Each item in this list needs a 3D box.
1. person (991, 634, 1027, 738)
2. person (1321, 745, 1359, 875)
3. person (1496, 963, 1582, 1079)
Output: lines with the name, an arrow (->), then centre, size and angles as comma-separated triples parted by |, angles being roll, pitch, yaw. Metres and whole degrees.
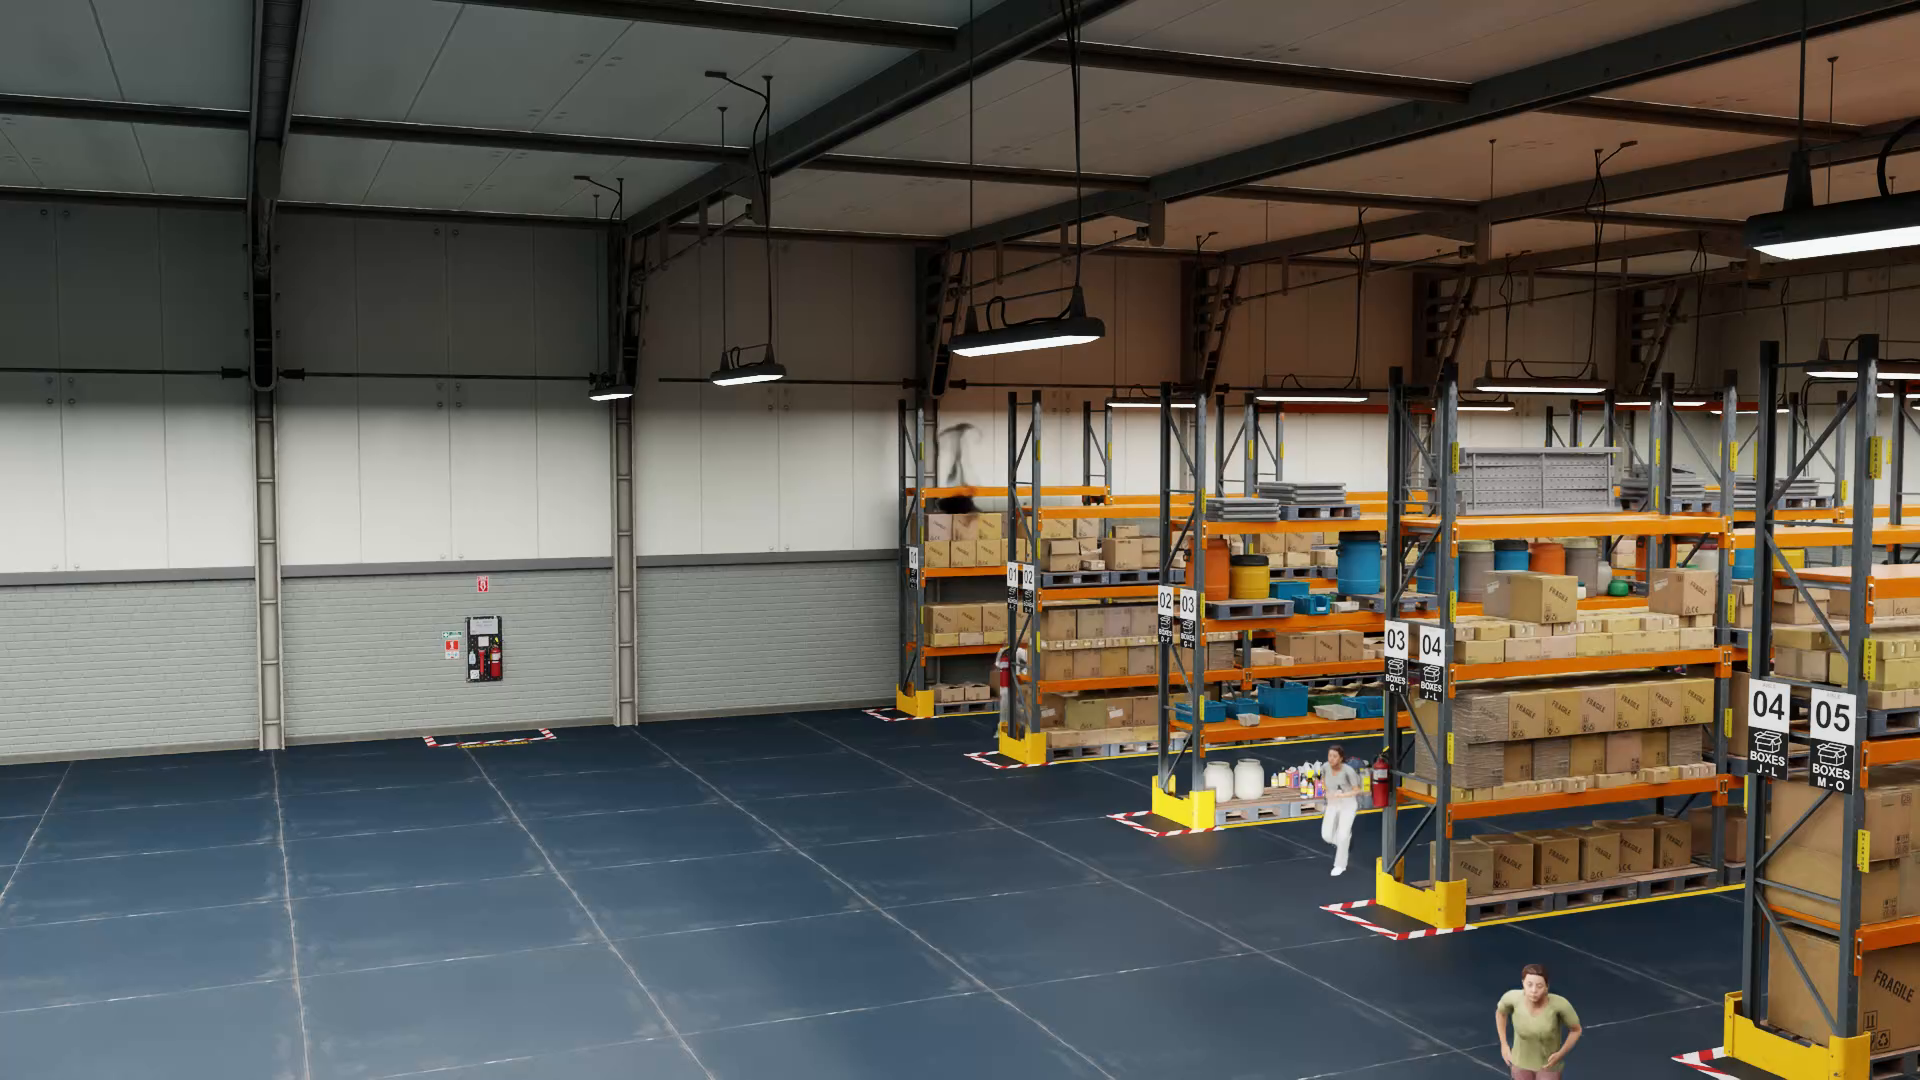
person -> 0.916, 2.572, 29.329 | 0.846, 1.865, 0.720 | -2, 4, -37
person -> 4.508, 3.216, 19.825 | 0.553, 1.596, 0.680 | 2, 4, 35
person -> 4.065, 3.702, 11.694 | 0.576, 1.612, 0.777 | 1, 4, 21
